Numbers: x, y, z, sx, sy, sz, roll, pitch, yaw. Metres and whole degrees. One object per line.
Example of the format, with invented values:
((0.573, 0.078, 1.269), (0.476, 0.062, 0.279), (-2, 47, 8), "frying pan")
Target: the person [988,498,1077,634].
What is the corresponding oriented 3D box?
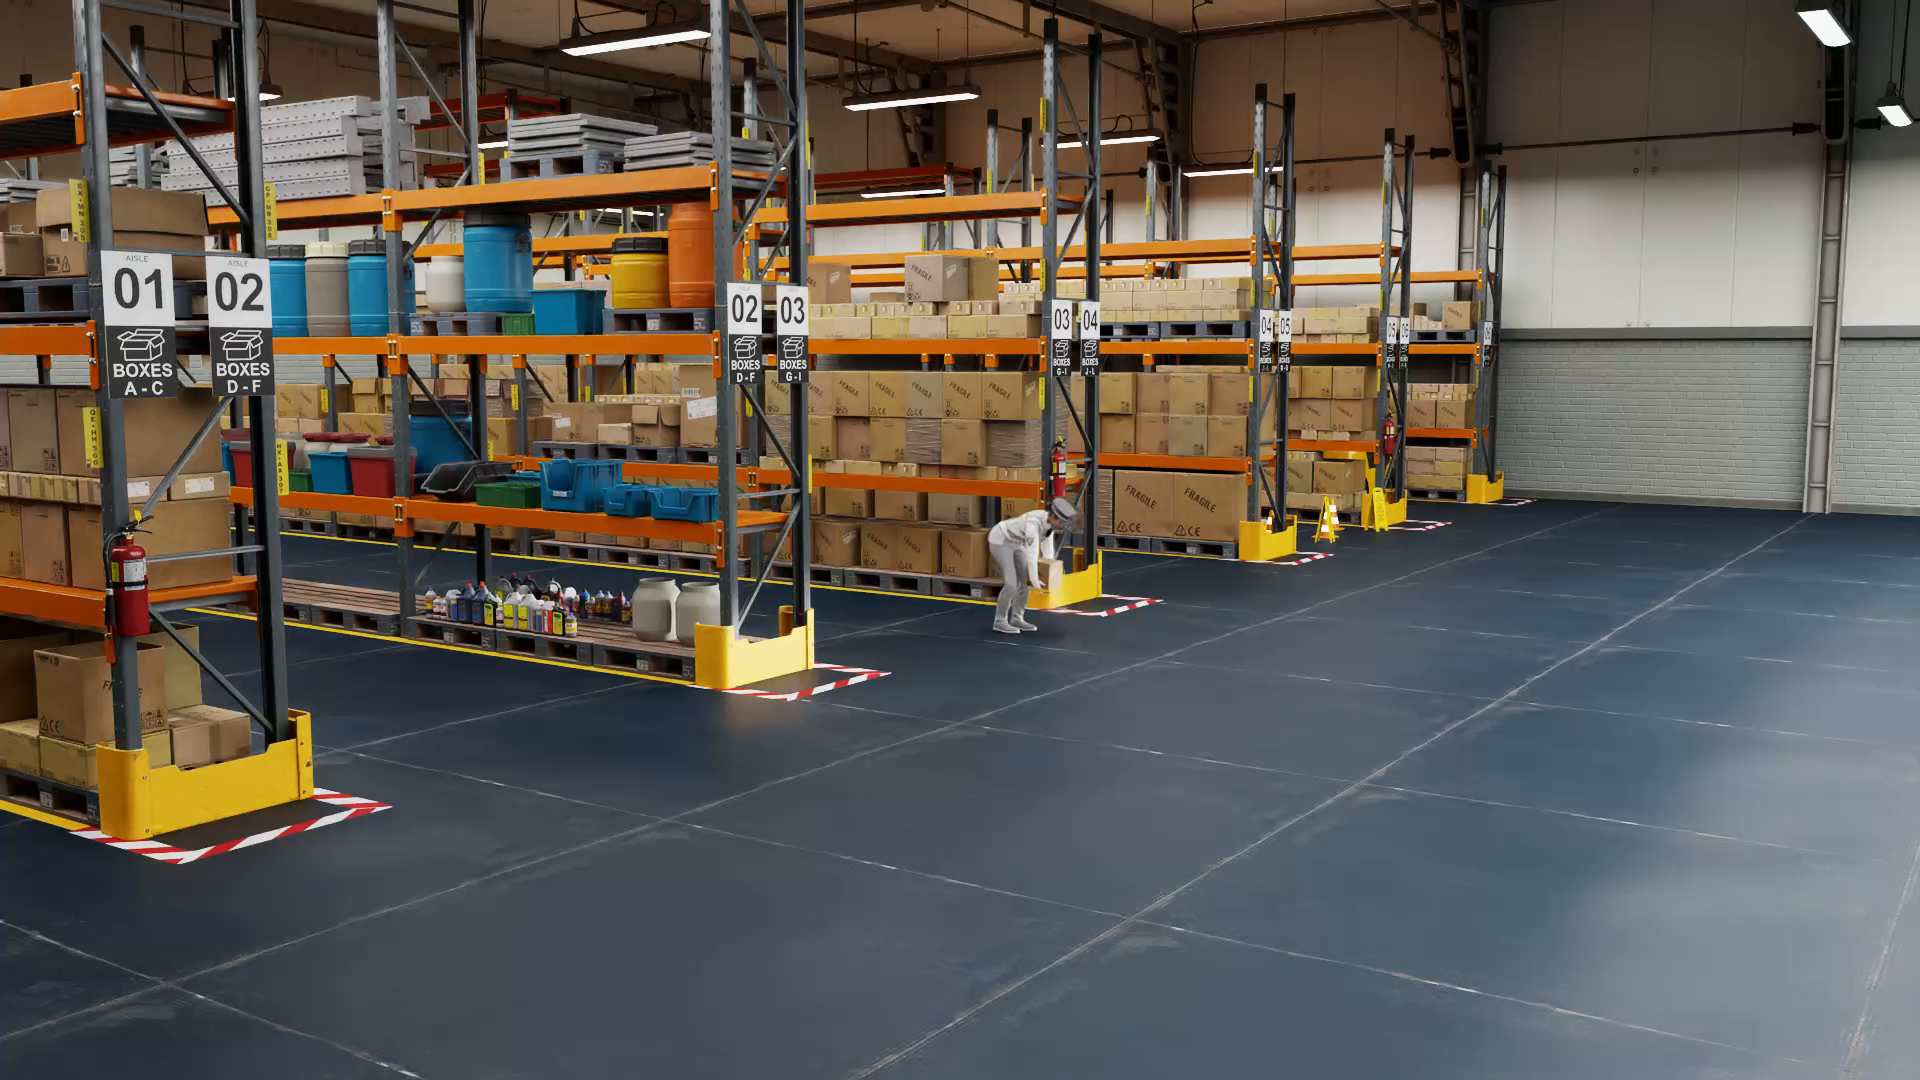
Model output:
((0.692, 0.241, 15.797), (0.886, 1.306, 0.409), (4, 8, 32), "person")
